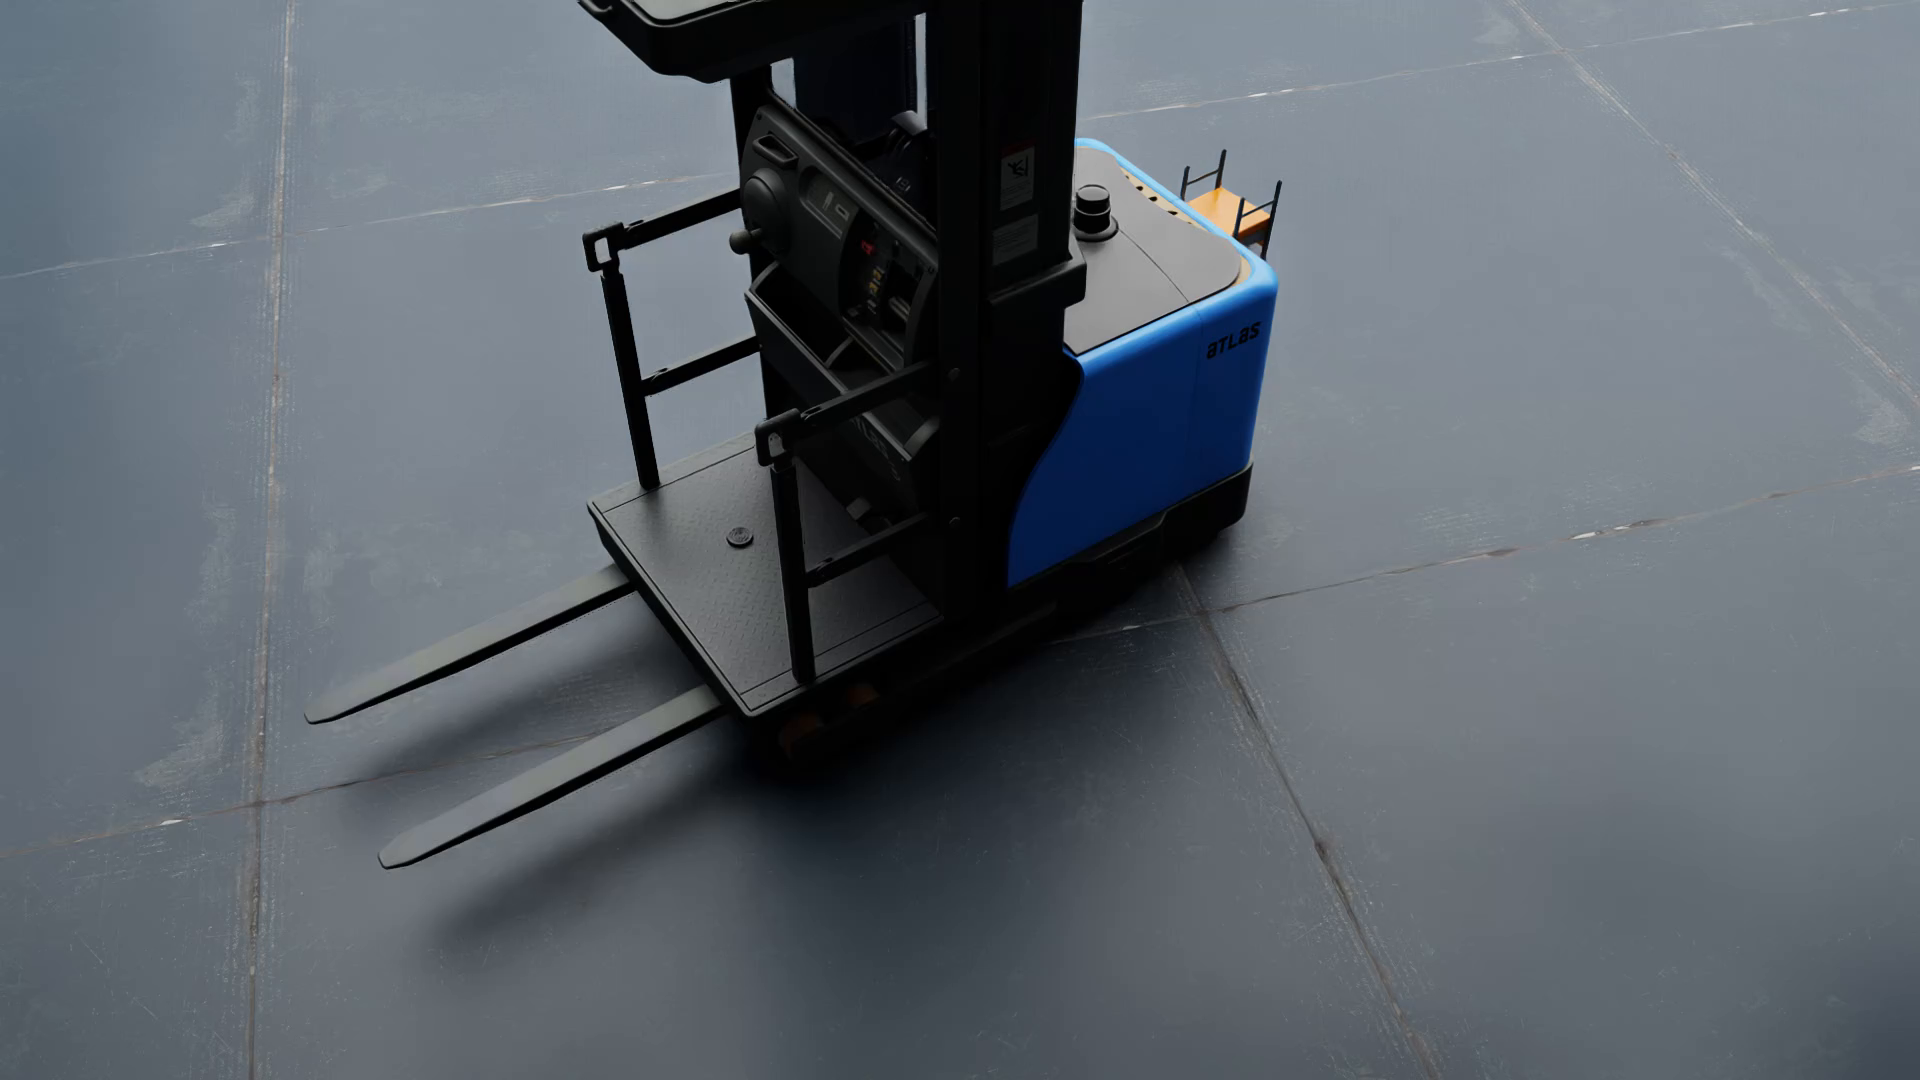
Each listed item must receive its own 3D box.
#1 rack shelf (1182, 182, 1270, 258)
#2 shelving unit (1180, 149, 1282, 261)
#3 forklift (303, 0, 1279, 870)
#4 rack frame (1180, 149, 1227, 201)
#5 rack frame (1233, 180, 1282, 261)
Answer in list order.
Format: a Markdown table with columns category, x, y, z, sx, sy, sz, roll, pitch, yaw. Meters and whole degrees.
| category | x | y | z | sx | sy | sz | roll | pitch | yaw |
| --- | --- | --- | --- | --- | --- | --- | --- | --- | --- |
| rack shelf | 0.881 | -1.016 | 5.618 | 0.215 | 0.259 | 0.240 | -29 | 52 | -31 |
| shelving unit | 0.864 | -0.815 | 5.803 | 0.215 | 1.050 | 0.252 | -29 | 52 | -31 |
| forklift | -0.515 | -0.775 | 4.457 | 3.031 | 2.935 | 1.130 | -26 | 51 | -23 |
| rack frame | 0.784 | -0.881 | 5.867 | 0.200 | 1.050 | 0.008 | -29 | 52 | -31 |
| rack frame | 0.945 | -0.750 | 5.739 | 0.200 | 1.050 | 0.008 | -29 | 52 | -31 |
